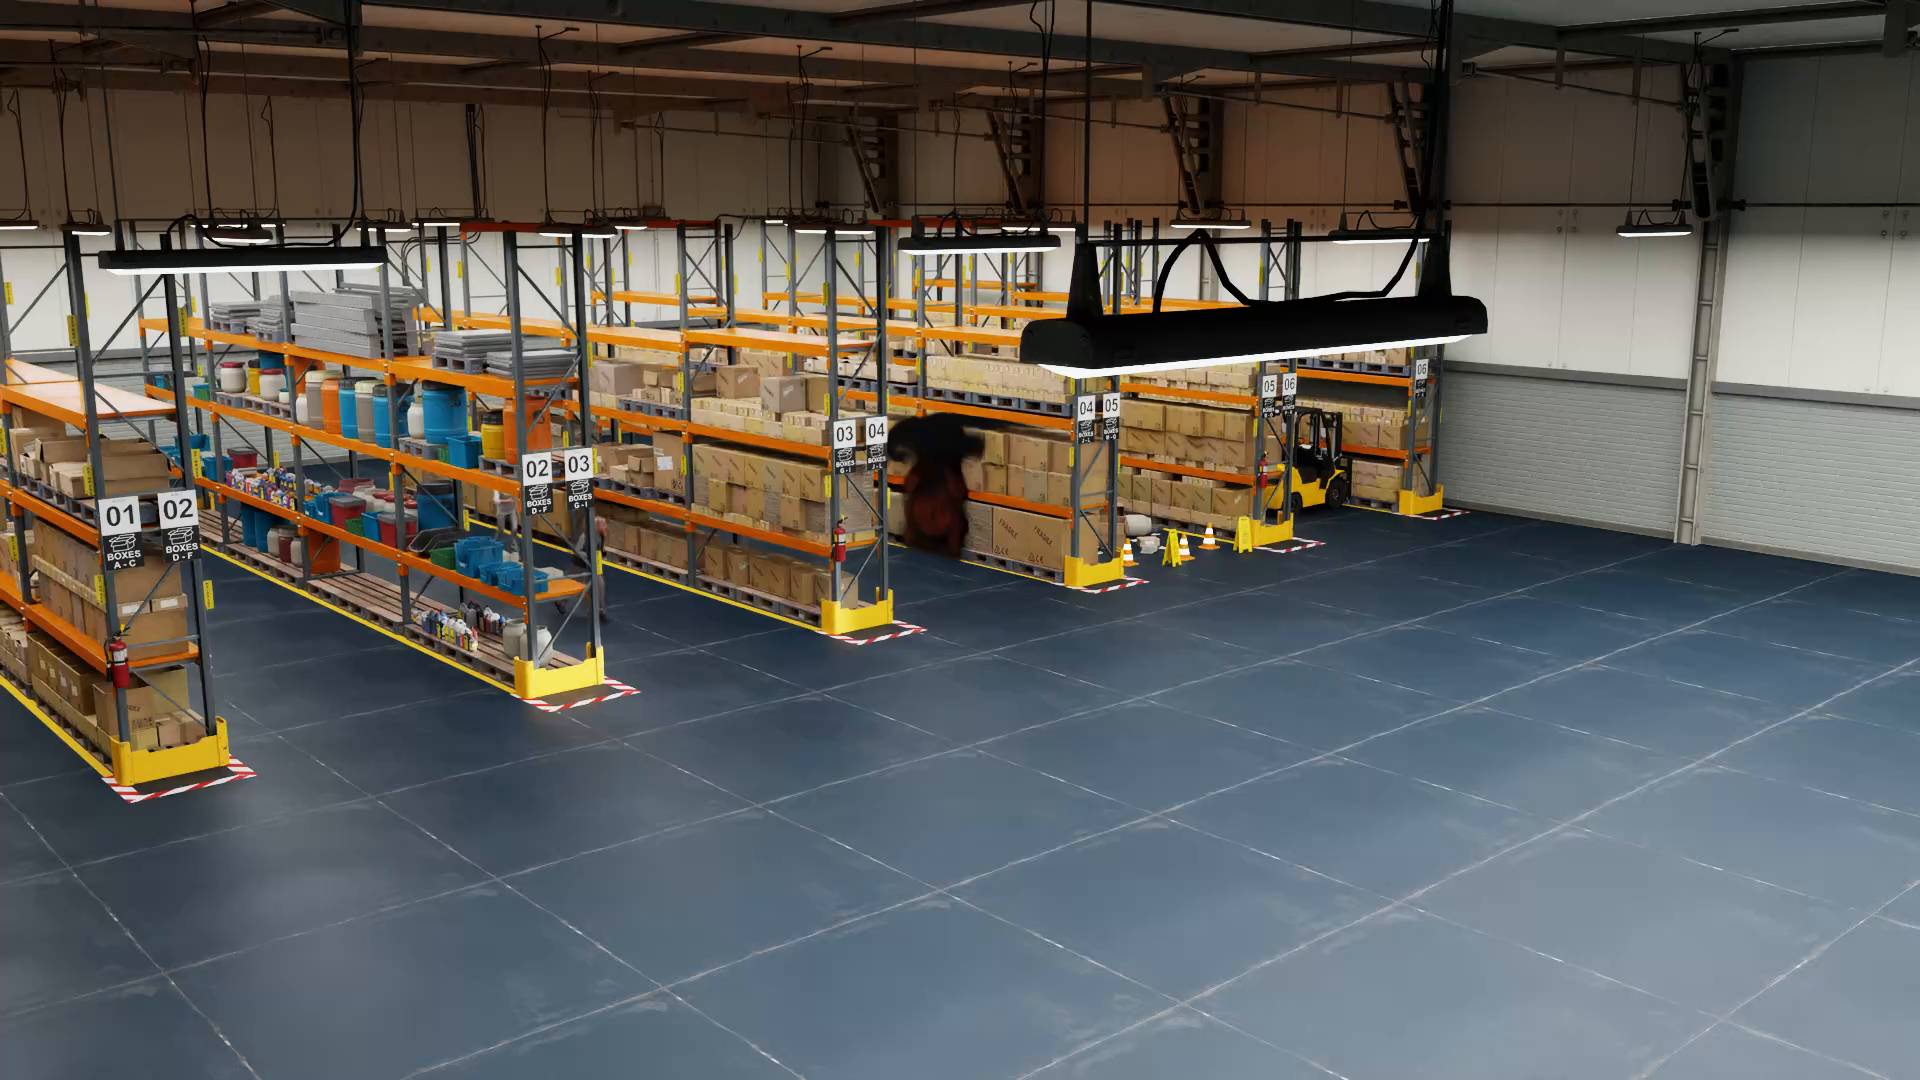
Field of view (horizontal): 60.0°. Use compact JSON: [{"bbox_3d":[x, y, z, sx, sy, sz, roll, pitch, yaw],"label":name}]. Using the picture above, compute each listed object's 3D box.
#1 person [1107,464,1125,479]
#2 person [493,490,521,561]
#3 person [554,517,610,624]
[{"bbox_3d":[3.413,-1.917,36.938,0.977,1.722,0.632,11,16,42],"label":"person"},{"bbox_3d":[-8.219,-0.466,30.038,0.505,1.626,0.811,-10,15,-41],"label":"person"},{"bbox_3d":[-5.831,0.445,25.602,1.012,1.678,0.691,4,12,20],"label":"person"}]
